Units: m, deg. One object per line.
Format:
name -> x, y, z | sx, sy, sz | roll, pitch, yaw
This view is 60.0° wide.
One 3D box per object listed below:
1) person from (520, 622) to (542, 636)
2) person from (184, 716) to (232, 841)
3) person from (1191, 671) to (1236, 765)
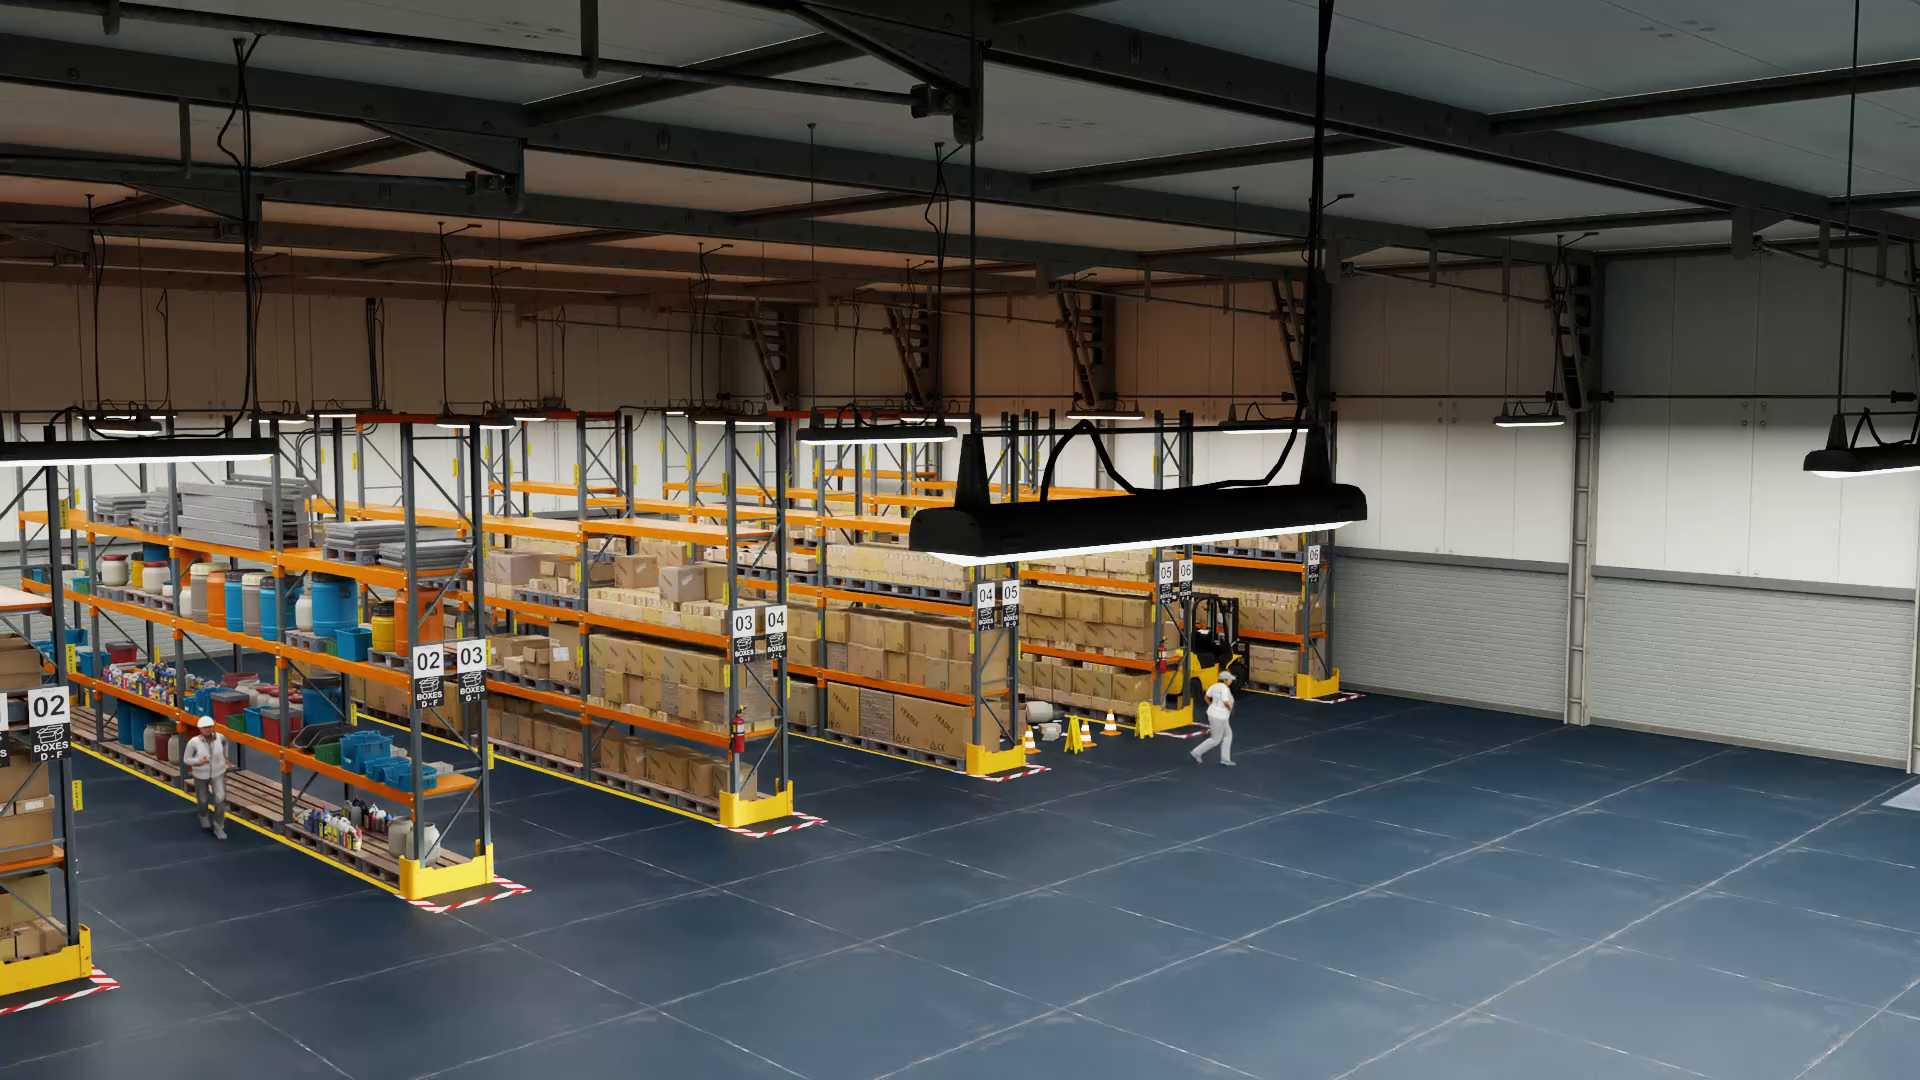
person -> -10.704, 1.989, 41.380 | 0.605, 1.629, 0.806 | 0, 5, 0
person -> -10.813, 3.384, 23.907 | 0.653, 1.770, 0.965 | -3, 6, -31
person -> 4.345, 3.056, 28.374 | 0.795, 1.634, 0.570 | 0, 5, -3
